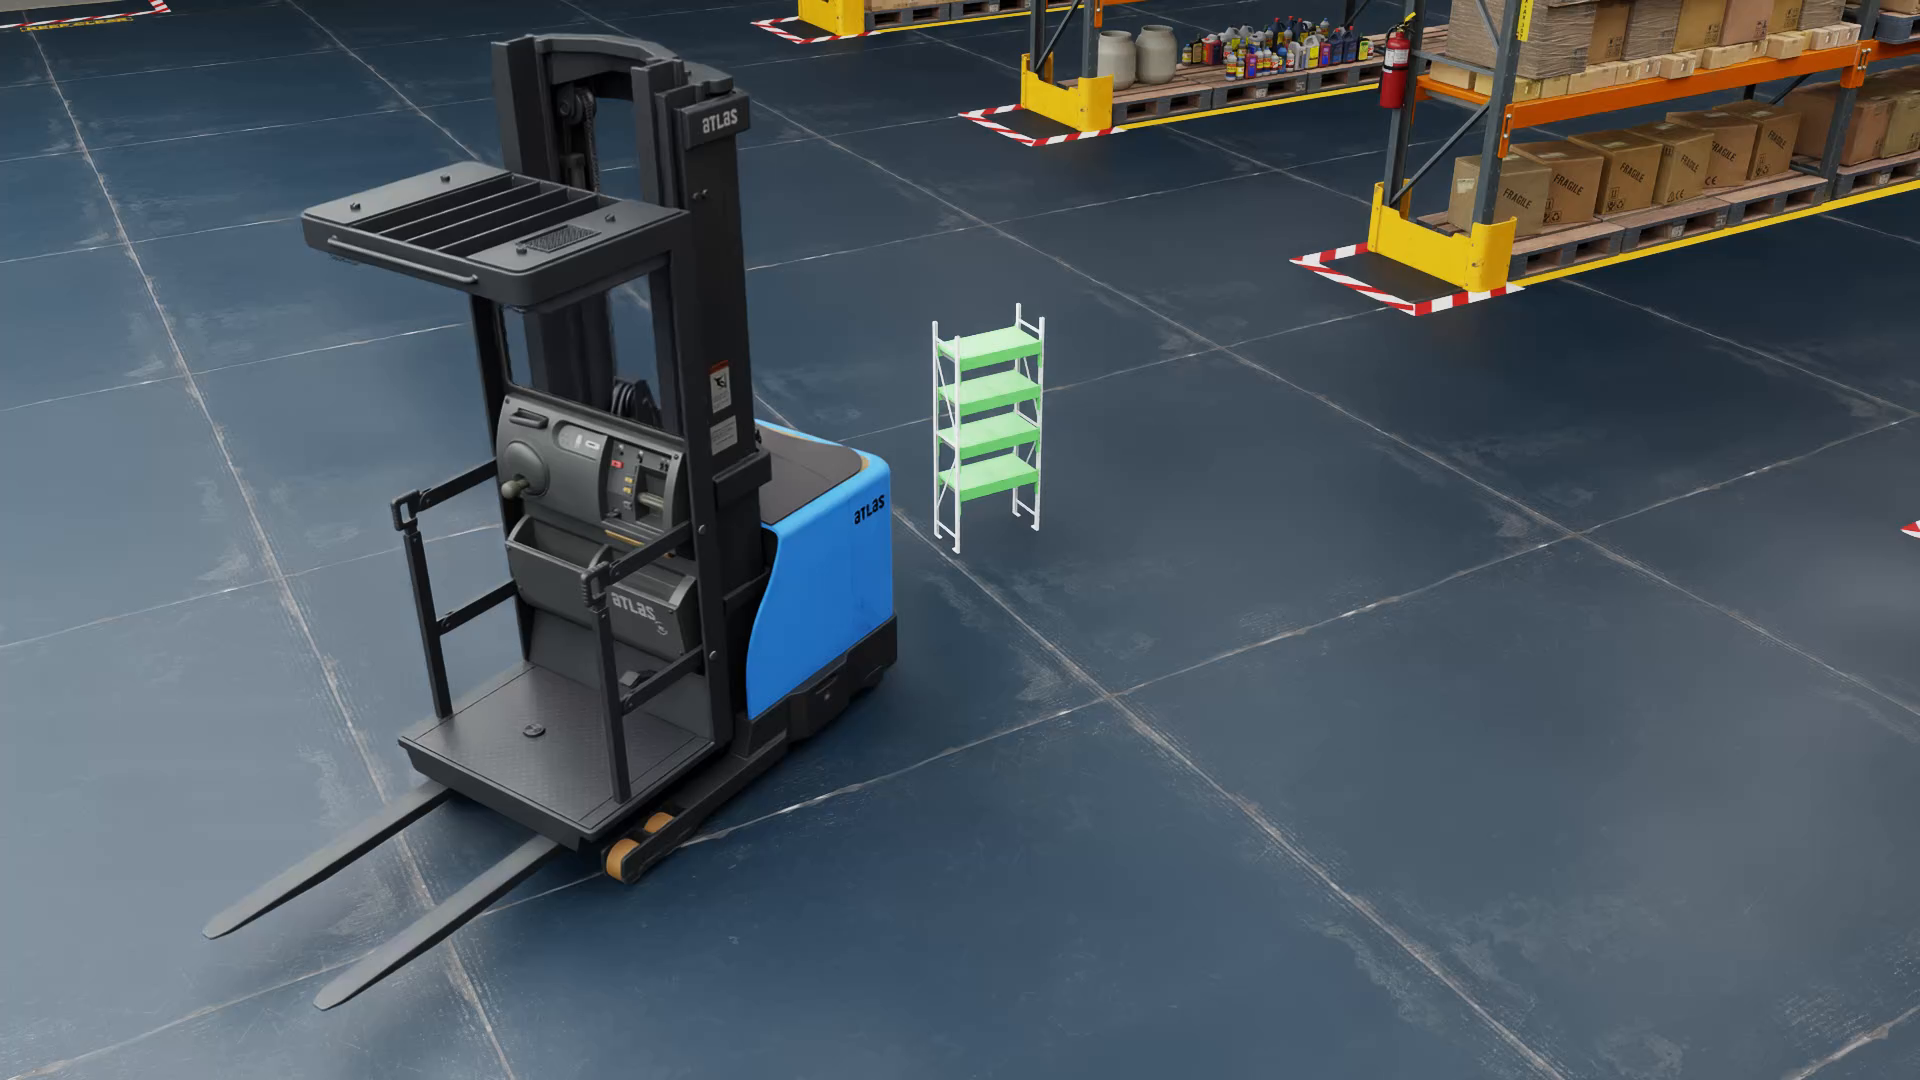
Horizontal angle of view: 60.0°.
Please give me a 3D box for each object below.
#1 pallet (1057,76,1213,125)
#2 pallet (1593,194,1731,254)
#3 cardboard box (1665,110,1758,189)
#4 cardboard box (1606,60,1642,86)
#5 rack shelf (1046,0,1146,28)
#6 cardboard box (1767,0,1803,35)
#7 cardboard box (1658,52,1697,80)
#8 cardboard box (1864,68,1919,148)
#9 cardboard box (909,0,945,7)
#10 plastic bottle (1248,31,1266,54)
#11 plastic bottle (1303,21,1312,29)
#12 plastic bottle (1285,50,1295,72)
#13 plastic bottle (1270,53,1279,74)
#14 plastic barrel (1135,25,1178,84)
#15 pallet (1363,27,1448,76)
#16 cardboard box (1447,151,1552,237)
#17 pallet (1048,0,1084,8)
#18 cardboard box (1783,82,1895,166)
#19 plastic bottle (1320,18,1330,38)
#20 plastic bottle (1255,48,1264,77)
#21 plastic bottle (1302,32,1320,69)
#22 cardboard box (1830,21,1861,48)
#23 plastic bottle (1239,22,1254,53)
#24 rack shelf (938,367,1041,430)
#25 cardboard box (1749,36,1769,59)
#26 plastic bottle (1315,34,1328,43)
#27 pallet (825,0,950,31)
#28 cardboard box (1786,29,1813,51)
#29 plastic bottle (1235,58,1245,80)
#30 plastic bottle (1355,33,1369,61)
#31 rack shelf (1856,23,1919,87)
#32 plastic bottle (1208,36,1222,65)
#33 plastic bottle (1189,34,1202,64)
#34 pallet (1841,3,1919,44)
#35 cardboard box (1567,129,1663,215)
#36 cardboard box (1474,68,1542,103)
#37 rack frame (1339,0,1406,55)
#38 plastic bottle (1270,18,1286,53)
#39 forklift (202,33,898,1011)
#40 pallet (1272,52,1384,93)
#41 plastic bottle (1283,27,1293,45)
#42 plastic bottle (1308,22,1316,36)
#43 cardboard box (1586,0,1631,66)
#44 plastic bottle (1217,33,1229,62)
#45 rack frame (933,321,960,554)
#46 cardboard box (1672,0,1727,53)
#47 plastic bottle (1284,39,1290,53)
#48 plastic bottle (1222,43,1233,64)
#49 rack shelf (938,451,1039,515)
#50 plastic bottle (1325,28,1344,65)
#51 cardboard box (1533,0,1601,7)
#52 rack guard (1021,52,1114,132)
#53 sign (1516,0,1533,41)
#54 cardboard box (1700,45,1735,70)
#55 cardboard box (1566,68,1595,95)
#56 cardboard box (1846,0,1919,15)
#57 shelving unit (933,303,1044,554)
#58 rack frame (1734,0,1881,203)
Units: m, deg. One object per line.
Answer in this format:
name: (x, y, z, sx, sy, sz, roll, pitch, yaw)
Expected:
pallet: (1.730, -4.426, 16.552, 1.213, 0.211, 1.003, -16, 33, -26)
pallet: (5.329, -2.627, 13.292, 1.213, 0.211, 1.003, -16, 33, -26)
cardboard box: (6.088, -3.193, 13.583, 0.500, 0.500, 0.500, -6, 29, -11)
cardboard box: (4.734, -3.446, 12.149, 0.250, 0.149, 0.380, -16, 33, -26)
rack shelf: (2.710, -5.587, 16.513, 4.000, 0.370, 1.077, -16, 33, -26)
cardboard box: (6.075, -4.310, 13.044, 0.500, 0.500, 0.875, -16, 33, -26)
cardboard box: (5.203, -3.536, 12.313, 0.250, 0.149, 0.380, -16, 33, -26)
cardboard box: (8.386, -3.814, 14.687, 0.500, 0.500, 0.700, -19, 34, -30)
cardboard box: (-0.517, -6.619, 20.050, 0.500, 0.250, 0.500, -16, 33, -26)
plastic bottle: (3.095, -5.161, 17.361, 0.135, 0.276, 0.152, -16, 33, -26)
plastic bottle: (3.672, -5.405, 17.804, 0.135, 0.276, 0.152, -15, 32, -25)
plastic bottle: (3.351, -4.876, 16.923, 0.097, 0.201, 0.097, 0, 29, 0)
plastic bottle: (3.173, -4.826, 16.831, 0.097, 0.201, 0.097, 0, 29, 0)
plastic barrel: (1.946, -4.822, 16.524, 0.421, 0.512, 0.421, 0, 29, 0)
pallet: (5.091, -5.379, 18.278, 1.213, 0.211, 1.003, -16, 33, -26)
cardboard box: (4.041, -2.584, 12.480, 0.500, 0.500, 0.500, -10, 30, -17)
pallet: (1.221, -7.058, 21.320, 1.213, 0.211, 1.003, -16, 33, -26)
cardboard box: (7.483, -3.567, 14.242, 0.500, 0.500, 0.700, -19, 34, -30)
plastic bottle: (3.937, -5.494, 17.969, 0.097, 0.271, 0.097, 0, 29, 0)
plastic bottle: (3.002, -4.808, 16.726, 0.097, 0.271, 0.097, 0, 29, 0)
plastic bottle: (3.581, -5.020, 17.029, 0.185, 0.351, 0.144, -16, 33, -27)
cardboard box: (6.907, -4.043, 13.231, 0.250, 0.149, 0.380, -16, 33, -26)
plastic bottle: (2.998, -5.249, 17.443, 0.185, 0.351, 0.144, -16, 33, -27)
rack shelf: (0.143, -0.720, 8.448, 0.480, 0.148, 0.258, -16, 33, -26)
cardboard box: (5.999, -3.836, 12.856, 0.250, 0.149, 0.380, -16, 33, -26)
plastic bottle: (3.762, -5.122, 17.291, 0.135, 0.276, 0.152, -16, 33, -26)
pallet: (-0.883, -6.460, 20.238, 1.213, 0.211, 1.003, -16, 33, -26)
cardboard box: (6.440, -3.949, 13.062, 0.250, 0.149, 0.380, -16, 33, -26)
plastic bottle: (2.796, -4.719, 16.637, 0.097, 0.201, 0.097, 0, 29, 0)
plastic bottle: (4.186, -5.139, 17.314, 0.133, 0.283, 0.061, -14, 32, -24)
rack shelf: (8.667, -4.503, 14.549, 4.000, 0.370, 1.077, -16, 33, -26)
plastic bottle: (2.632, -5.054, 17.159, 0.133, 0.283, 0.061, -16, 33, -26)
plastic bottle: (2.438, -5.084, 17.214, 0.133, 0.283, 0.061, -15, 32, -25)
pallet: (7.676, -4.370, 13.763, 1.213, 0.211, 1.003, -16, 33, -26)
cardboard box: (5.089, -2.890, 13.035, 0.500, 0.500, 0.500, -13, 31, -22)
cardboard box: (3.861, -3.209, 11.721, 0.250, 0.149, 0.380, -16, 33, -26)
rack frame: (4.434, -6.391, 17.227, 0.127, 3.000, 1.000, -16, 33, -26)
plastic bottle: (3.365, -5.353, 17.632, 0.185, 0.351, 0.144, -17, 33, -28)
forklift: (-1.527, -0.234, 6.140, 1.130, 2.935, 3.031, 18, 34, 29)
pallet: (3.834, -5.023, 17.634, 1.213, 0.211, 1.003, -16, 33, -26)
plastic bottle: (3.464, -5.279, 17.579, 0.097, 0.271, 0.097, 0, 29, 0)
plastic bottle: (3.727, -5.364, 17.722, 0.133, 0.283, 0.061, -16, 33, -26)
cardboard box: (4.353, -3.818, 12.153, 0.500, 0.500, 0.875, -16, 33, -26)
plastic bottle: (2.697, -5.129, 17.302, 0.135, 0.276, 0.152, -17, 33, -28)
rack frame: (-0.068, -0.506, 8.425, 0.015, 1.200, 0.240, -16, 33, -26)
cardboard box: (5.243, -4.040, 12.555, 0.500, 0.500, 0.875, -16, 33, -26)
plastic bottle: (3.384, -4.997, 17.056, 0.133, 0.283, 0.061, -16, 33, -26)
plastic bottle: (2.777, -5.049, 17.234, 0.097, 0.201, 0.097, 0, 29, 0)
rack shelf: (0.143, -0.300, 8.680, 0.480, 0.148, 0.258, -16, 33, -26)
plastic bottle: (3.859, -5.099, 17.172, 0.185, 0.351, 0.144, -18, 33, -29)
cardboard box: (4.107, -3.982, 11.414, 0.500, 0.500, 0.500, -16, 33, -26)
rack guard: (1.027, -4.356, 16.126, 0.348, 0.500, 1.175, -16, 33, -26)
sign: (3.769, -3.502, 11.095, 0.005, 0.325, 0.100, -16, 33, -26)
cardboard box: (5.606, -3.682, 12.577, 0.250, 0.149, 0.380, -16, 33, -26)
cardboard box: (4.309, -3.317, 11.917, 0.250, 0.149, 0.380, -16, 33, -26)
cardboard box: (7.699, -4.911, 13.488, 1.000, 1.000, 1.000, -16, 33, -26)
shelving unit: (0.143, -0.566, 8.534, 0.503, 1.200, 0.258, -16, 33, -26)
rack frame: (6.943, -4.328, 13.488, 0.127, 3.000, 1.000, -16, 33, -26)
